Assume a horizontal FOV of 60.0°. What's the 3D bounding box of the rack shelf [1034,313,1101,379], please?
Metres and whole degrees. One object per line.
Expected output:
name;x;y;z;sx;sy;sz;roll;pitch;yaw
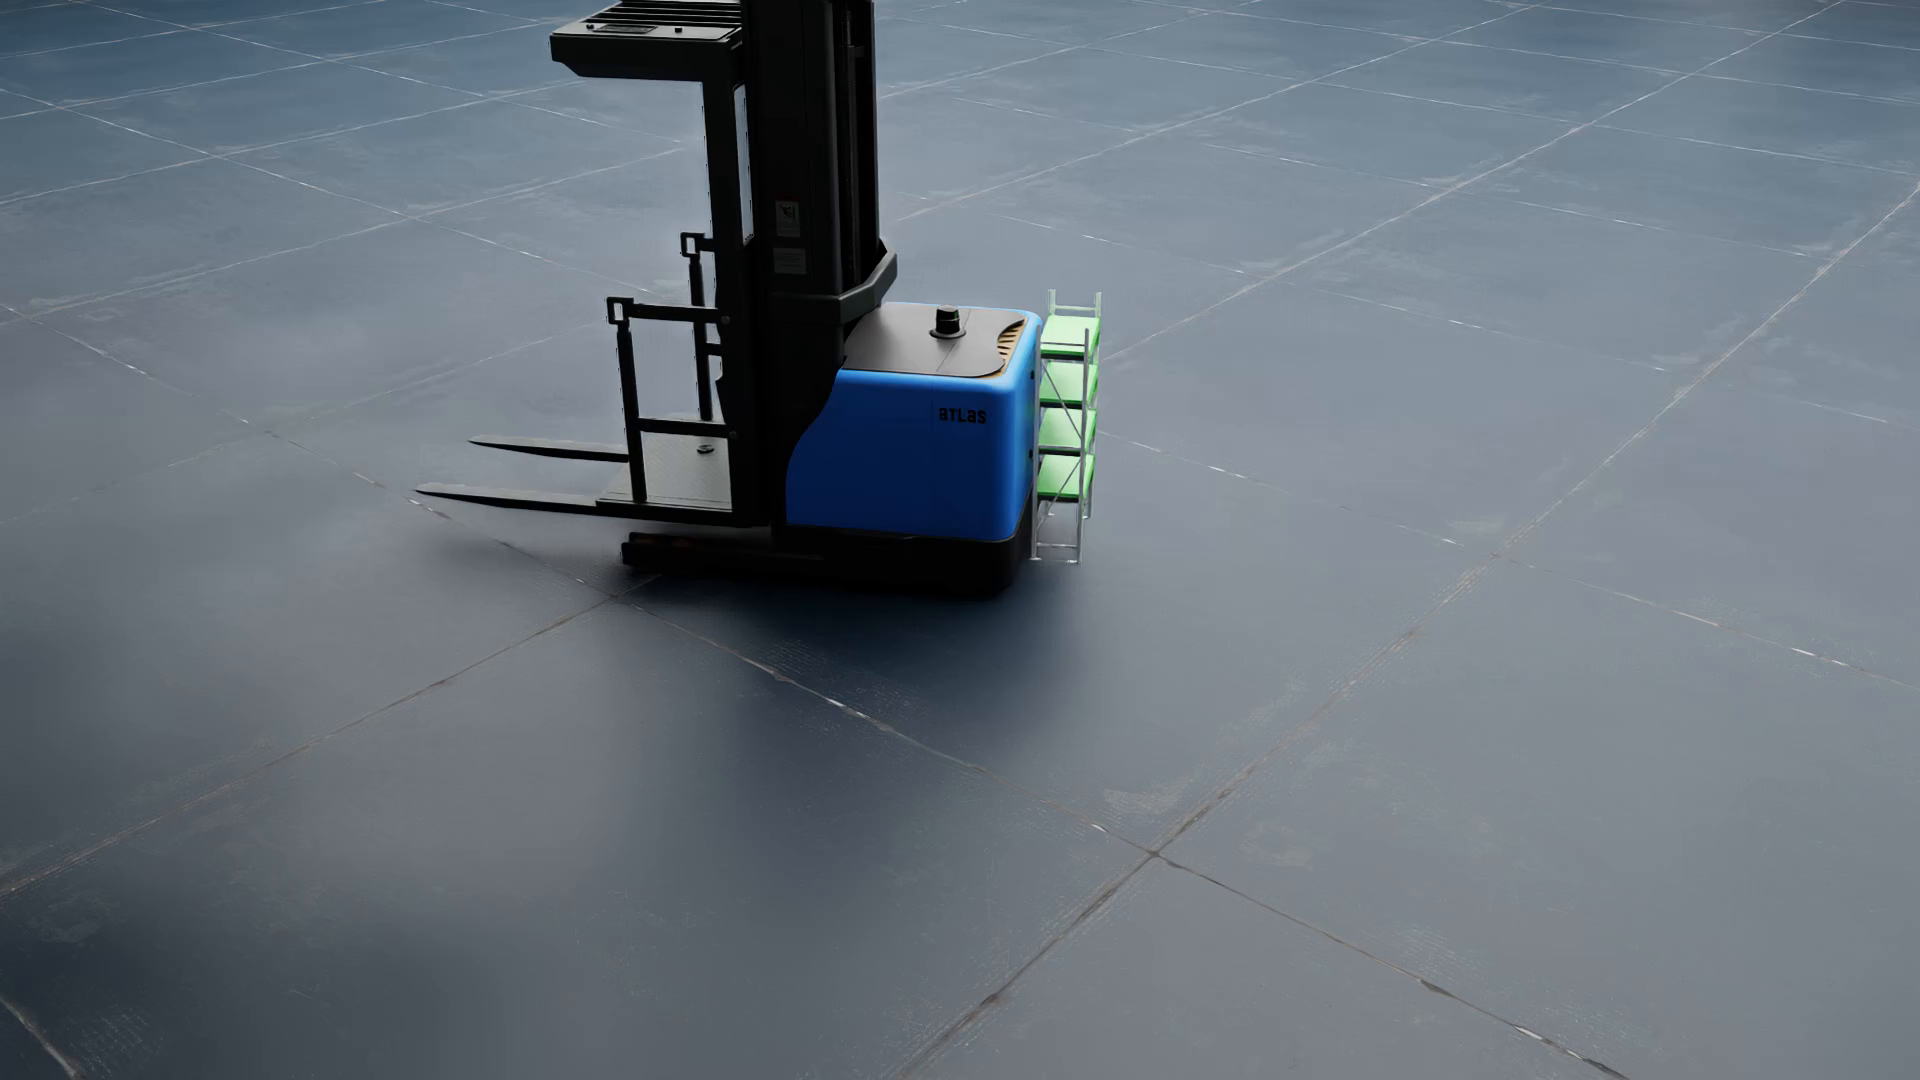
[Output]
rack shelf;0.507;-0.909;7.797;0.258;0.148;0.480;5;28;9

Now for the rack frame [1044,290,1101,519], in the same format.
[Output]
rack frame;0.550;-0.650;8.201;0.240;1.200;0.015;5;28;9

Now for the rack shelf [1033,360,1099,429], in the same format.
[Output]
rack shelf;0.507;-0.696;7.907;0.258;0.148;0.480;5;28;9

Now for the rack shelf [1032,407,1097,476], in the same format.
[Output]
rack shelf;0.507;-0.483;8.017;0.258;0.148;0.480;5;28;9

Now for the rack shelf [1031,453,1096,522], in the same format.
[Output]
rack shelf;0.507;-0.270;8.127;0.258;0.148;0.480;5;28;9

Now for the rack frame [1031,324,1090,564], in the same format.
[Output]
rack frame;0.464;-0.429;7.774;0.240;1.200;0.015;5;28;9

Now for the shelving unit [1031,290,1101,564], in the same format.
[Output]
shelving unit;0.507;-0.540;7.988;0.258;1.200;0.503;5;28;9

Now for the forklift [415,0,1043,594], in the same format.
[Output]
forklift;-1.155;-1.372;7.712;3.031;2.935;1.130;5;28;9
